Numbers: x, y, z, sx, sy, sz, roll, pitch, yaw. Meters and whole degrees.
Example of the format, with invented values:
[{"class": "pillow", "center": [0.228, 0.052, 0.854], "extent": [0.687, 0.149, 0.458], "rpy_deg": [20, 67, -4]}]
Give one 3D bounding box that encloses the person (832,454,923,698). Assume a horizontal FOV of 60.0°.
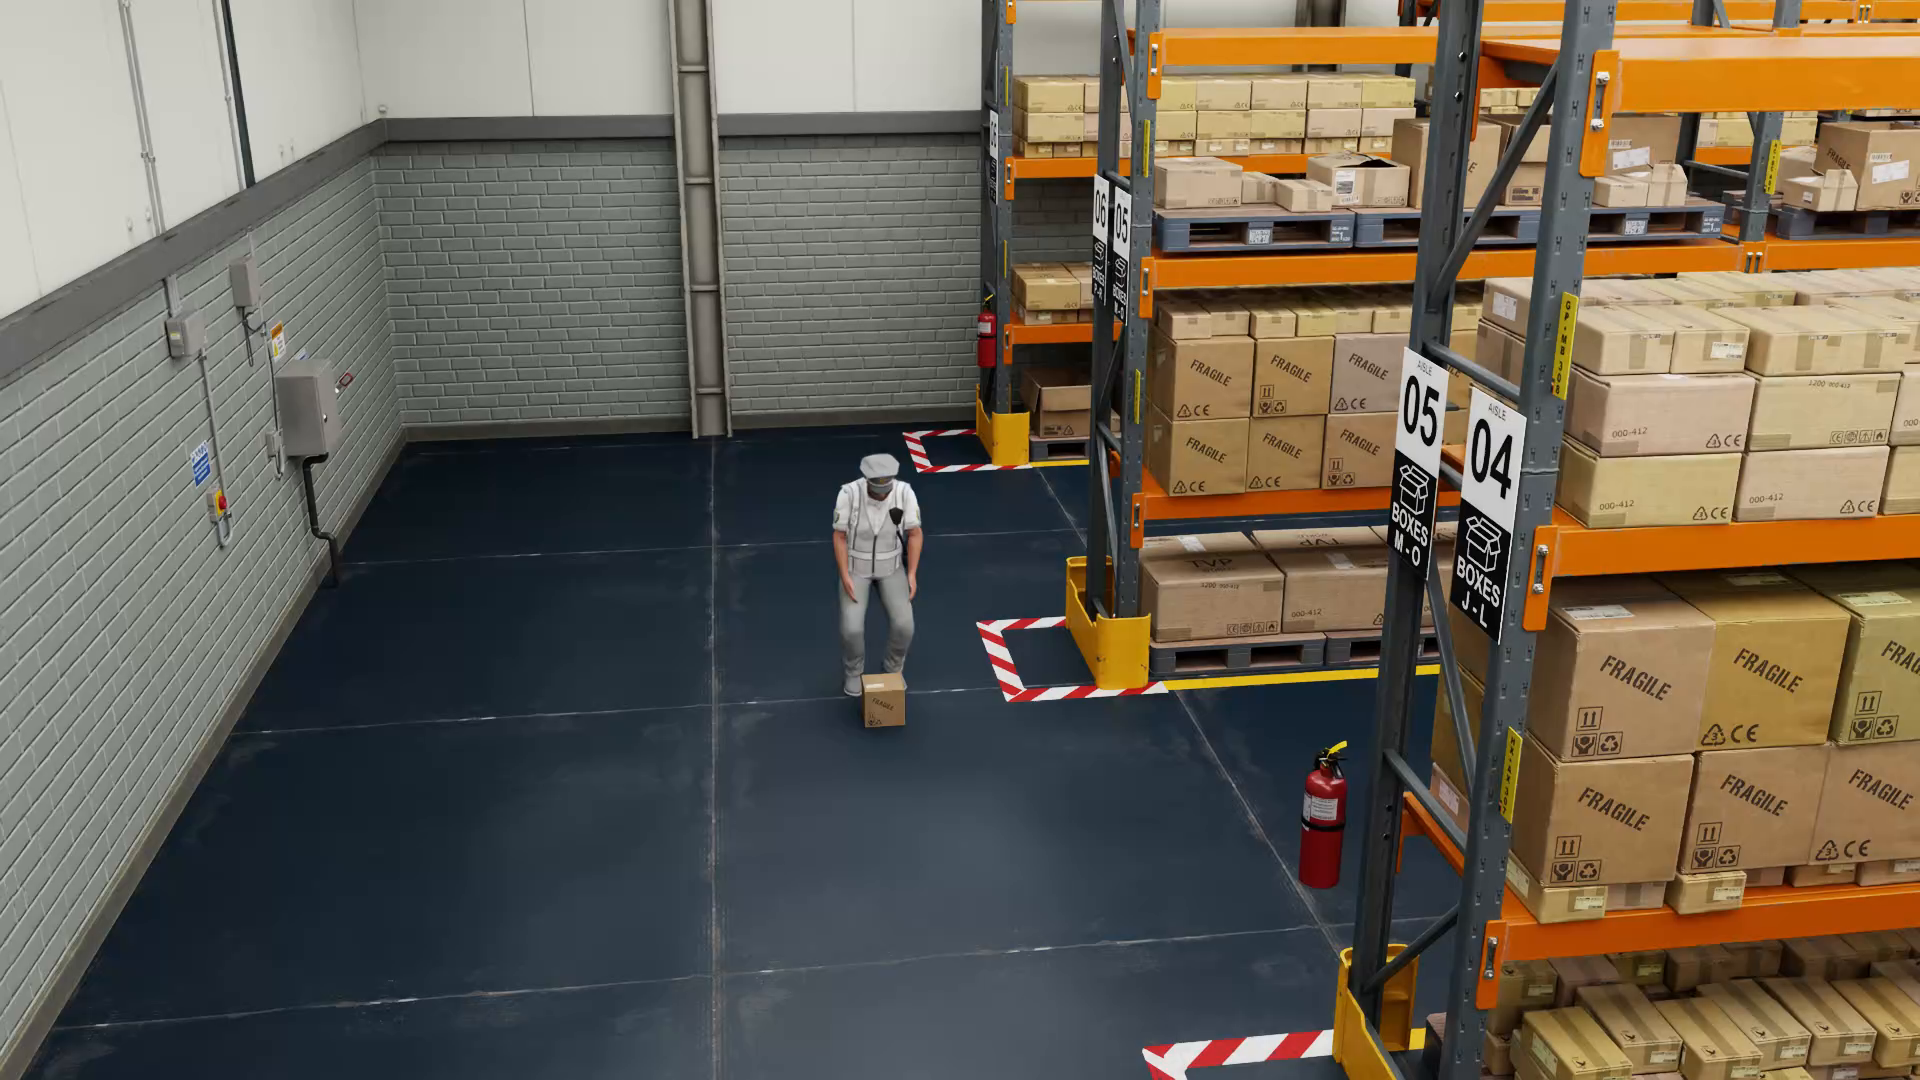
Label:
[{"class": "person", "center": [-0.525, 0.207, 10.691], "extent": [0.575, 1.629, 0.608], "rpy_deg": [-2, 20, -7]}]
